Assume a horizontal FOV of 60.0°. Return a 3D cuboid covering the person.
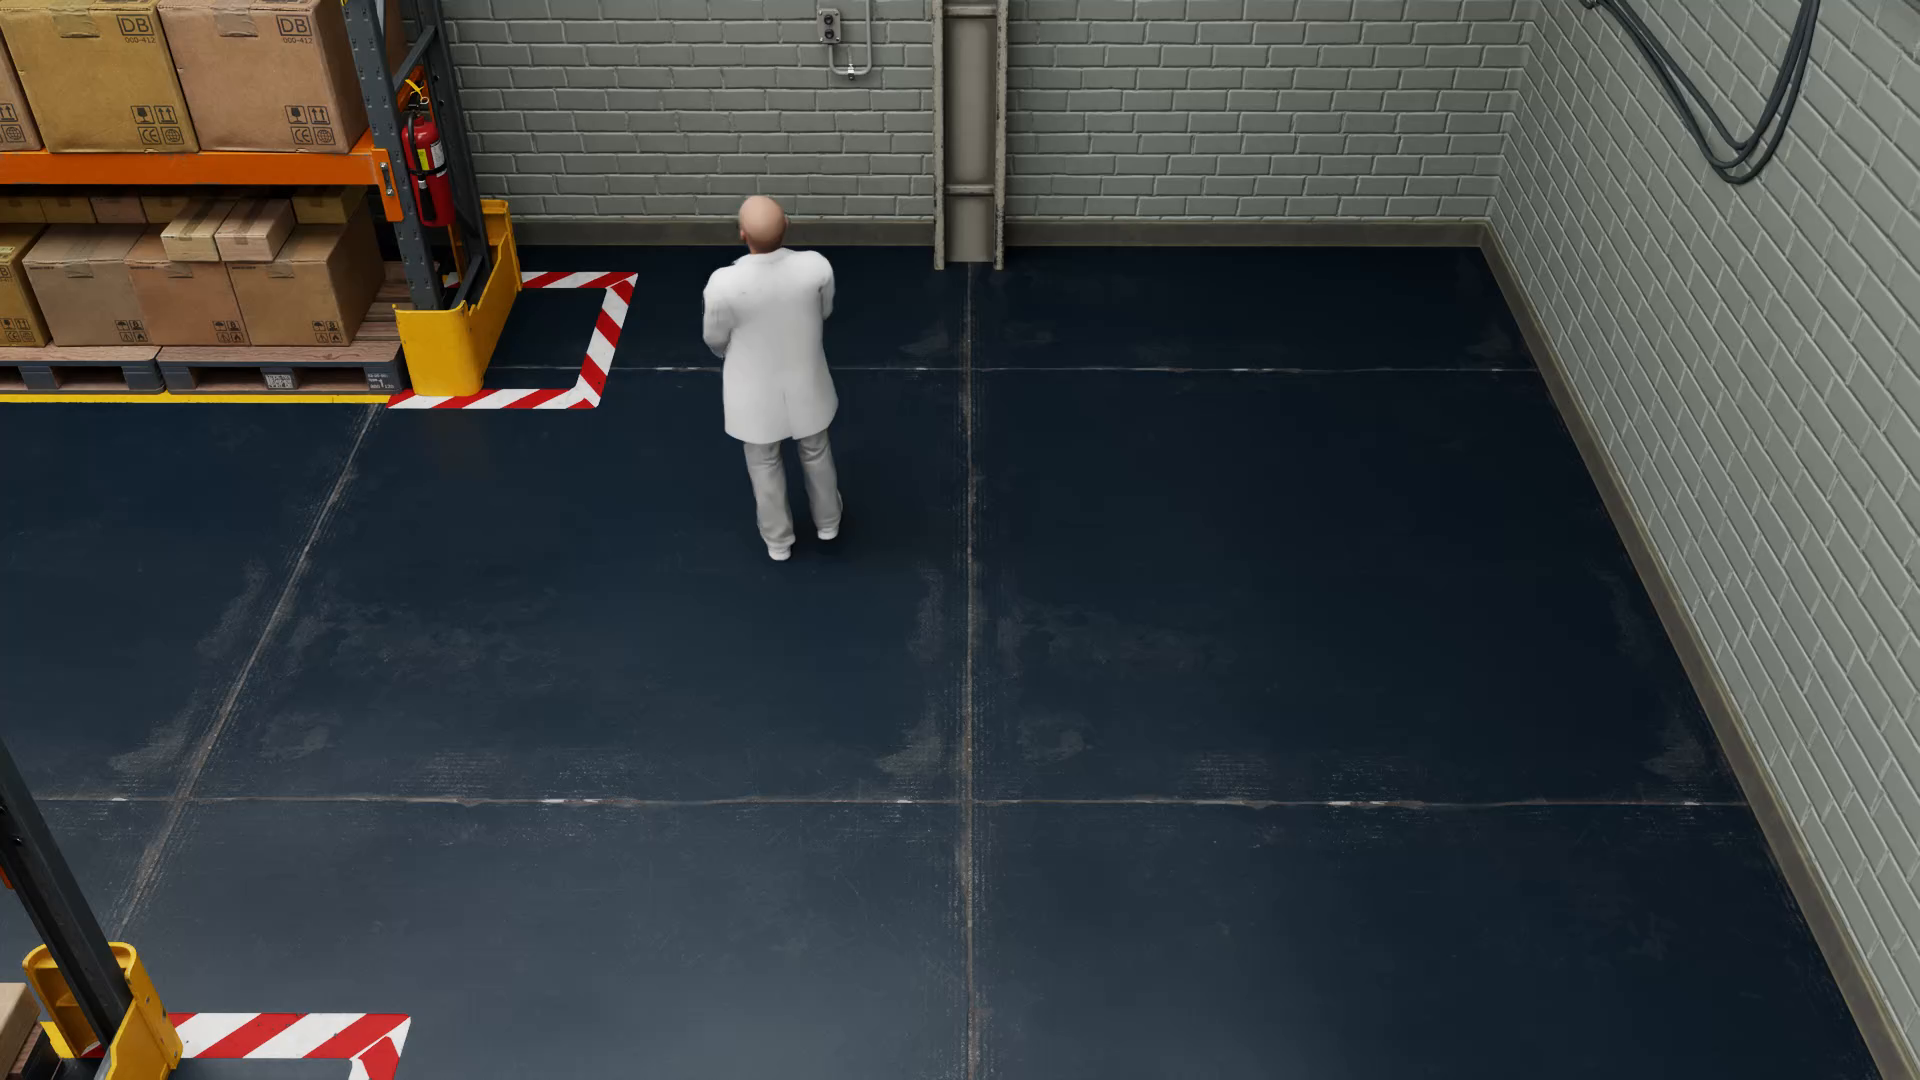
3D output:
[{"bbox_3d":[-0.781,-0.710,7.034,0.600,1.780,0.510,-13,41,-15],"label":"person"}]
